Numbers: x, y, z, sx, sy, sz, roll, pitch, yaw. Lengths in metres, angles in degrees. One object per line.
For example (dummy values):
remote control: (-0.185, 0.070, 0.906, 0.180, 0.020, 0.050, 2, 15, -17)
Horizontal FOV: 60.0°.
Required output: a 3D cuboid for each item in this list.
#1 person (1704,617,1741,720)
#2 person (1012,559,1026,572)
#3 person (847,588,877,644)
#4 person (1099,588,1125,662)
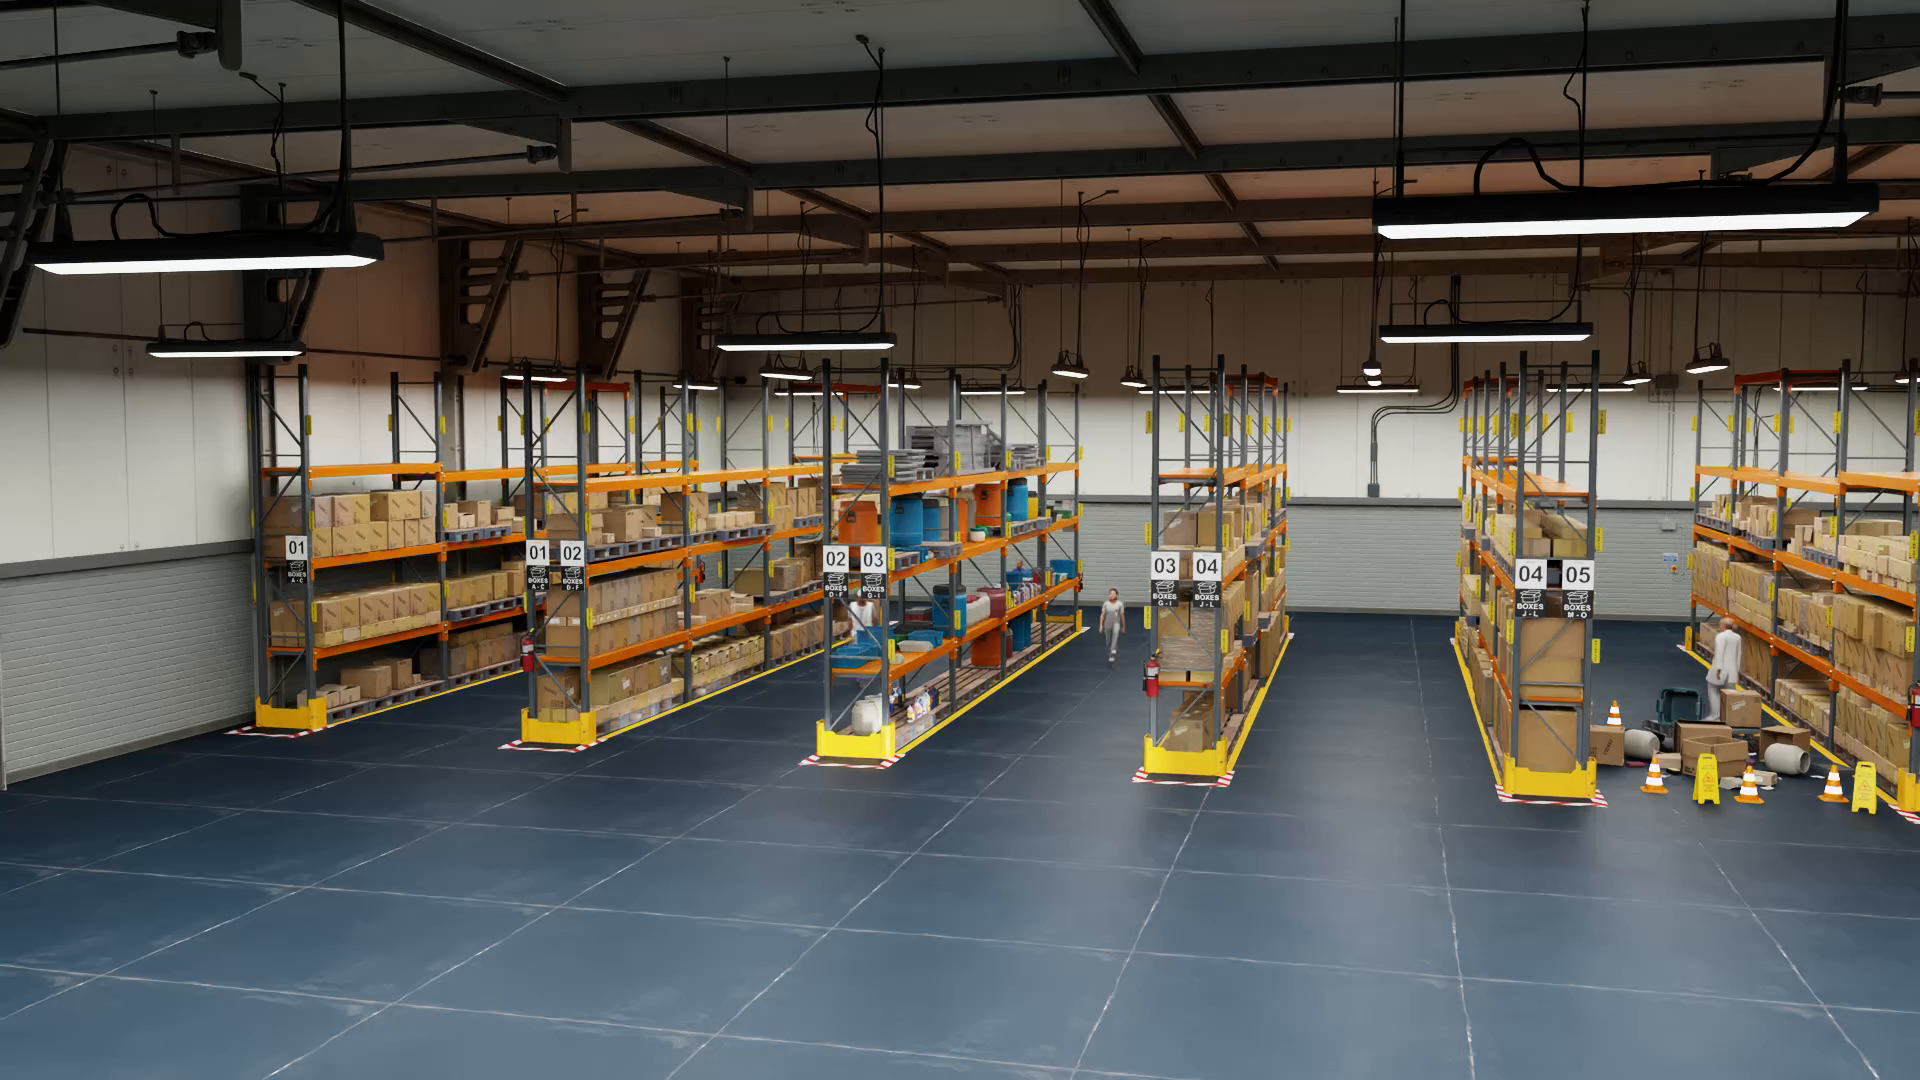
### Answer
person: (12.853, 2.211, 27.848, 0.572, 1.814, 0.595, 0, 4, 1)
person: (1.476, 1.285, 42.063, 0.466, 1.583, 1.056, 2, 4, 25)
person: (-1.881, 1.723, 31.983, 0.574, 1.601, 1.003, 0, 4, 1)
person: (3.162, 1.788, 34.482, 0.512, 1.575, 1.083, 1, 4, 11)
